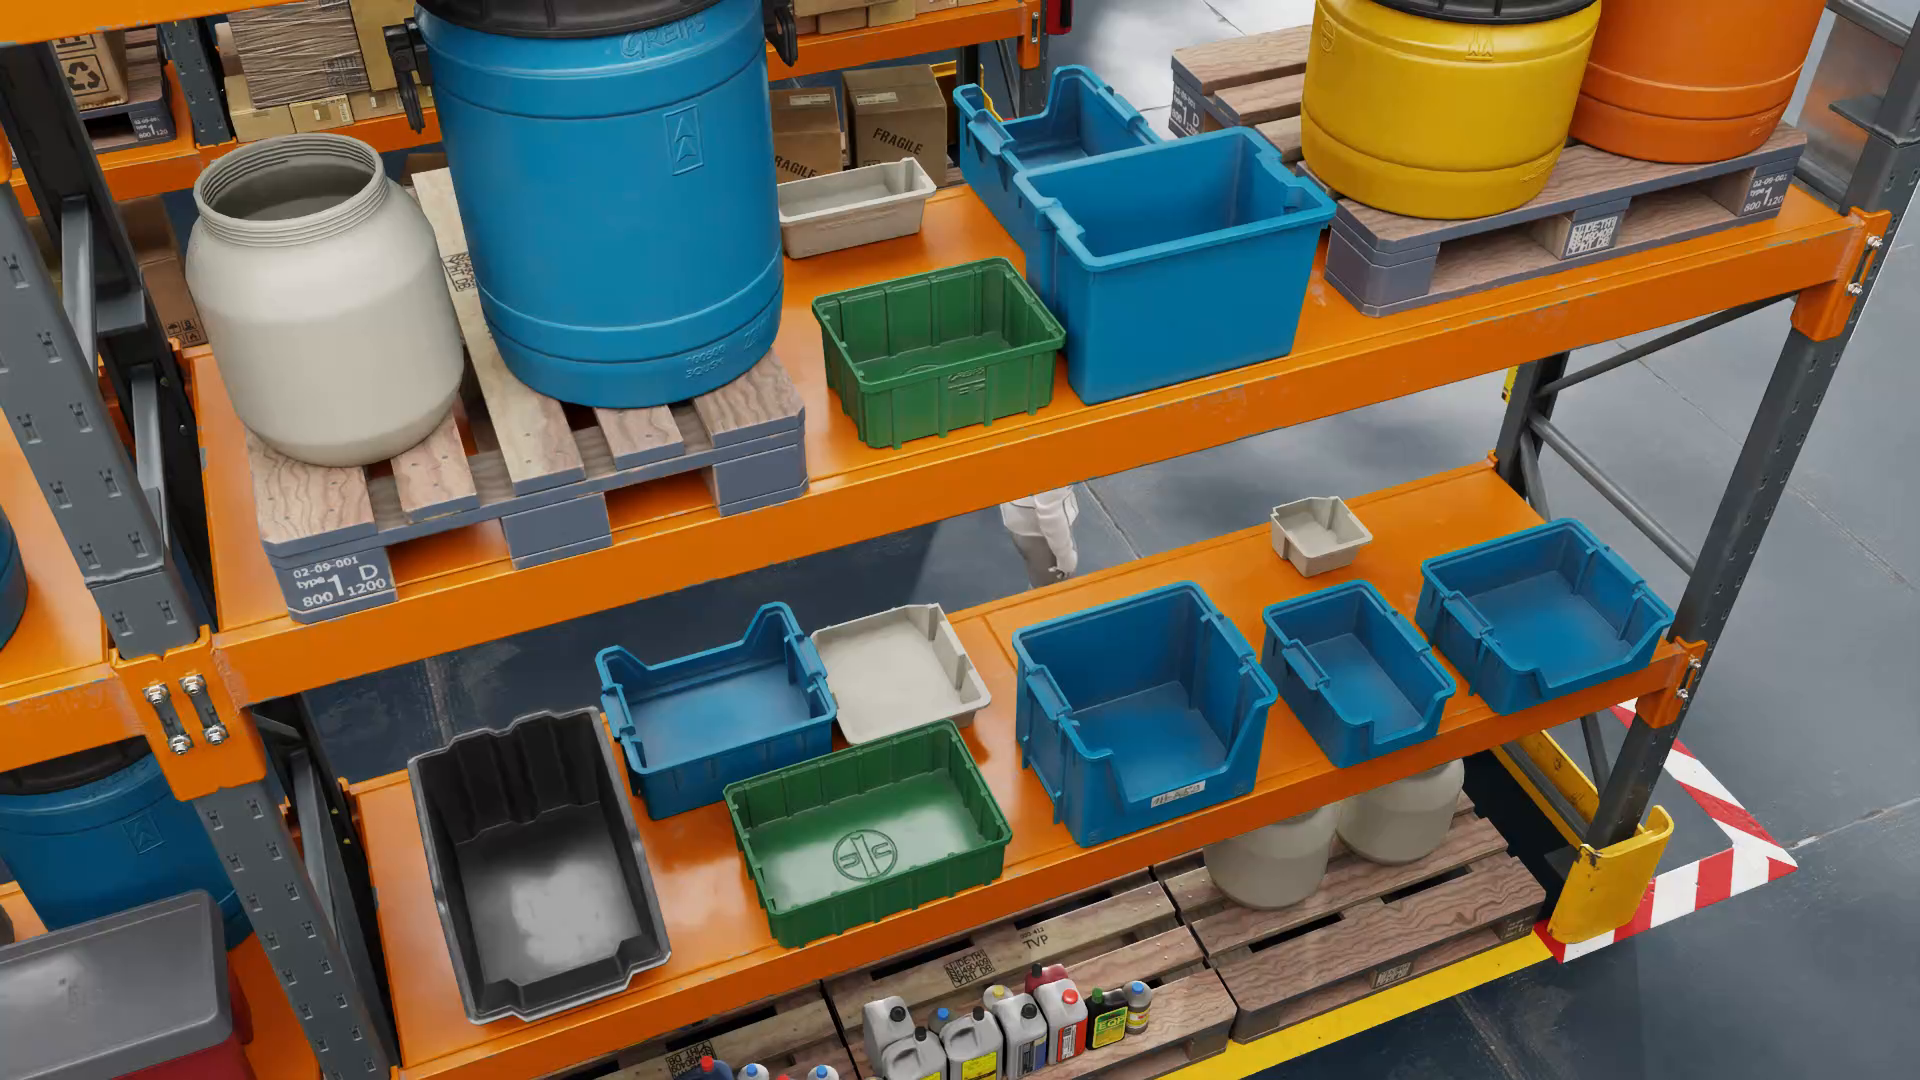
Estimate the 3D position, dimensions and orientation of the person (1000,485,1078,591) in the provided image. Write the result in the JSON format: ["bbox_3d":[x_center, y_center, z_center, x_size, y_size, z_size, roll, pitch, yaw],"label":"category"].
[{"bbox_3d":[0.354,-0.096,6.264,0.403,1.664,0.530,-2,42,-2],"label":"person"}]
